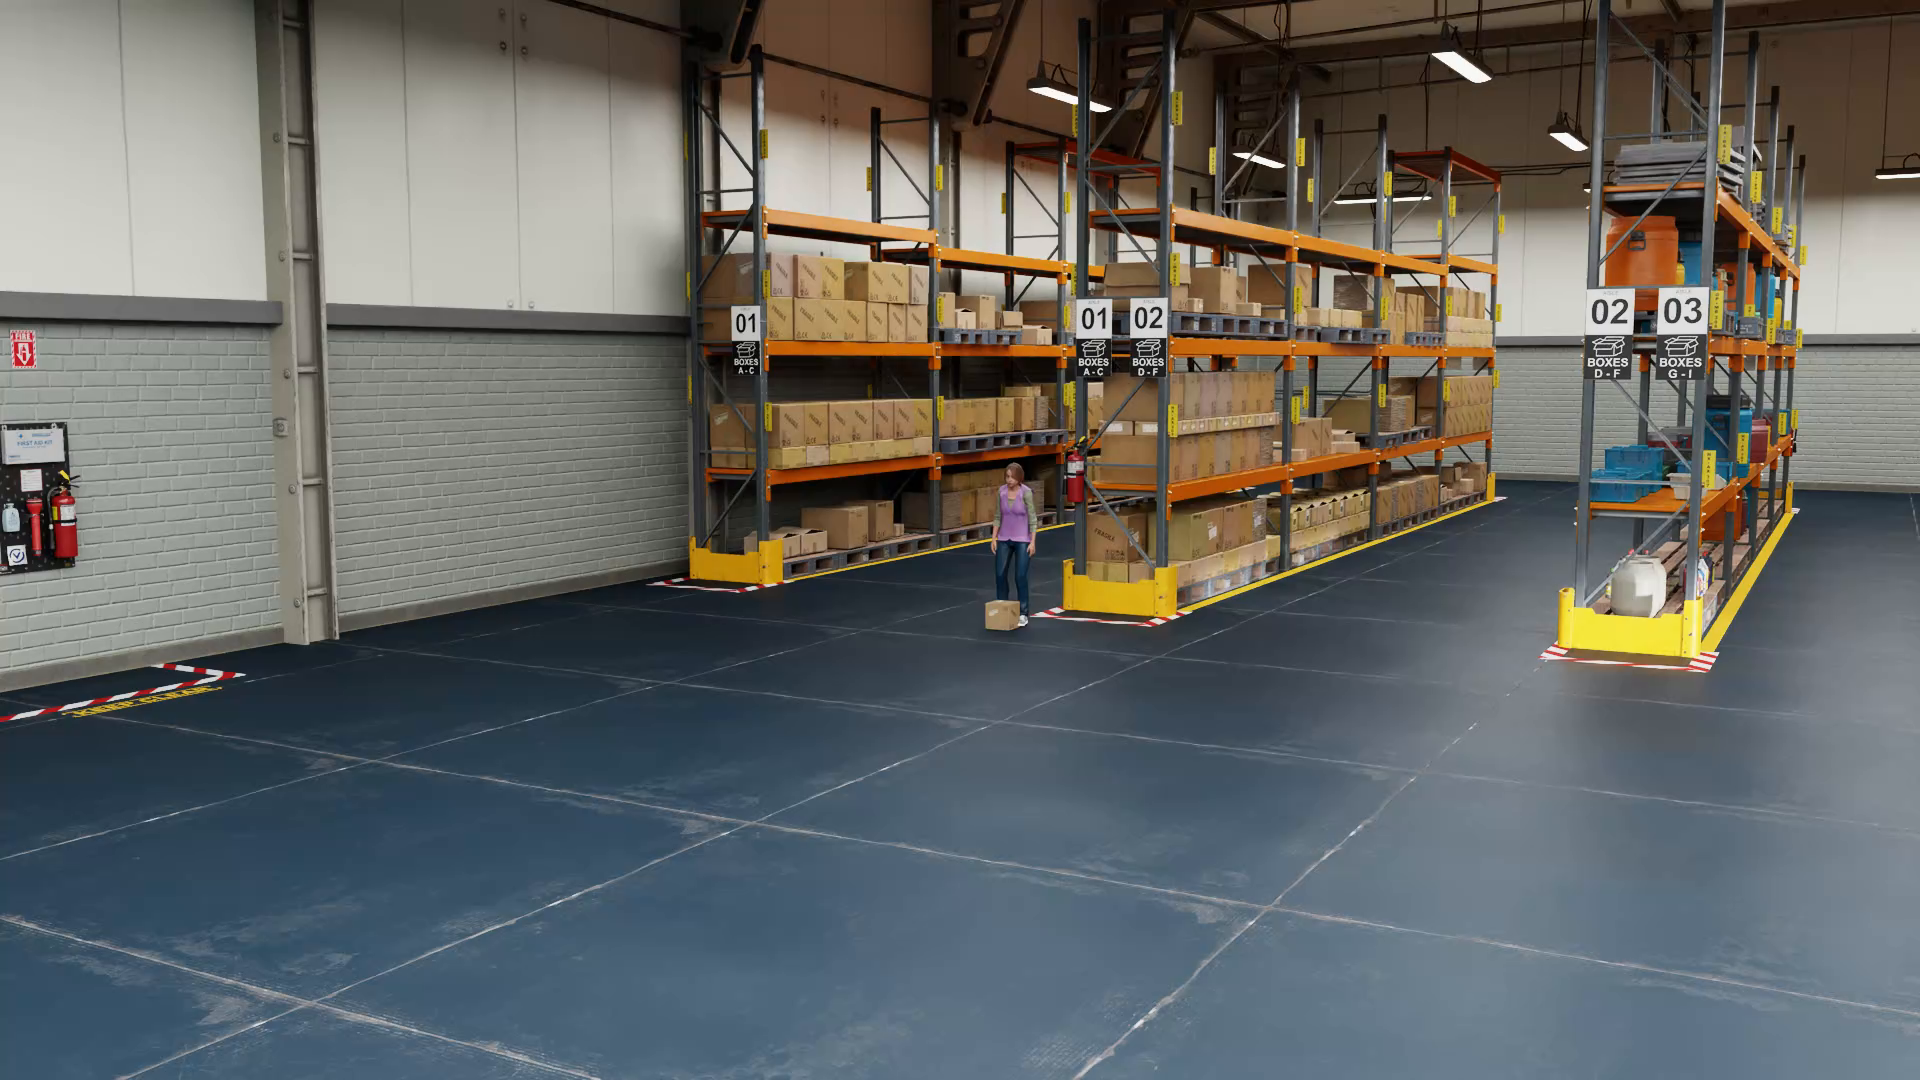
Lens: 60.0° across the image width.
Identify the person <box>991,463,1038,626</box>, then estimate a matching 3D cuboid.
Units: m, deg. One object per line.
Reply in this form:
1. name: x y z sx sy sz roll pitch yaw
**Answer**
1. person: 0.521 0.038 16.221 0.483 1.592 0.347 3 7 25
